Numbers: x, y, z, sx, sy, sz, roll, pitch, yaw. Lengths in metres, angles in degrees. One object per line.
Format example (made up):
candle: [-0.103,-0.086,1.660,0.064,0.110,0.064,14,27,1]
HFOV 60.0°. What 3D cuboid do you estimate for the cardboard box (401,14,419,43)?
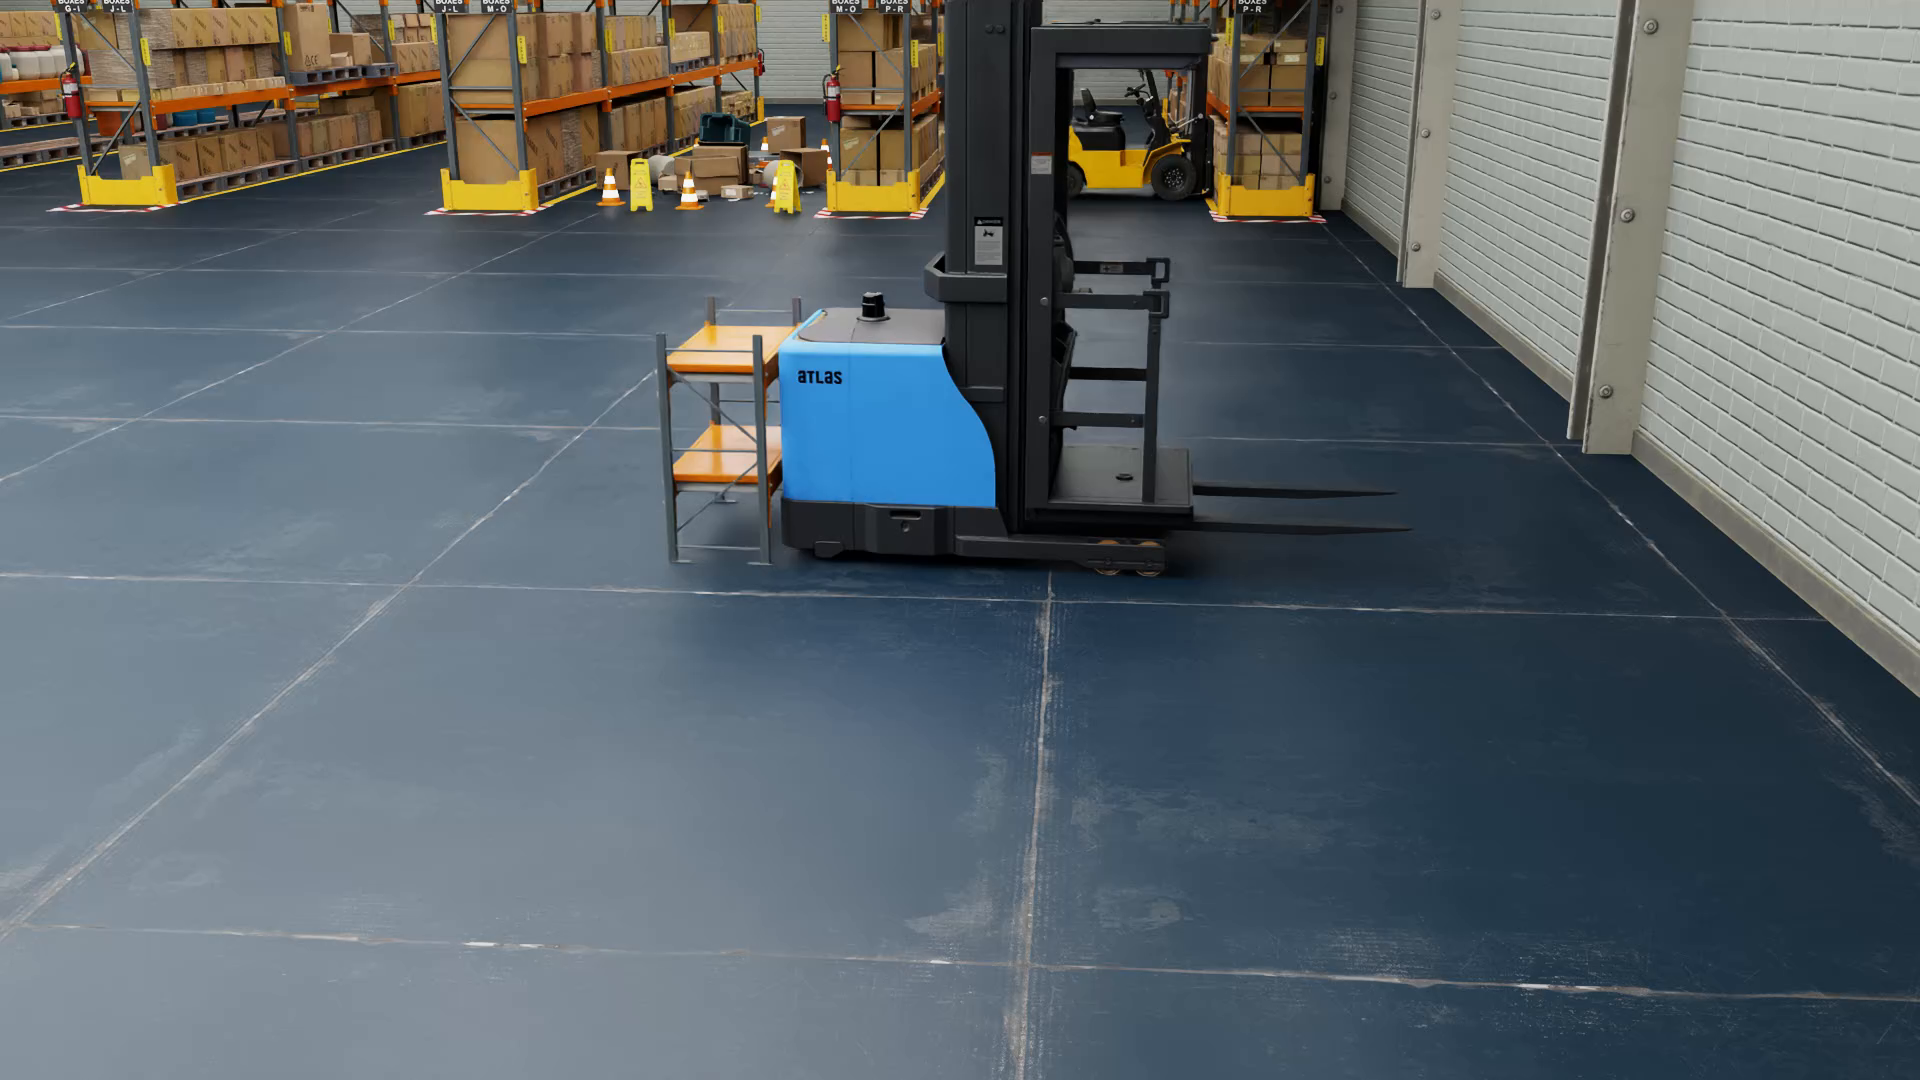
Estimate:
cardboard box: [-10.305,-9.304,30.230,0.797,0.503,0.637,2,18,5]

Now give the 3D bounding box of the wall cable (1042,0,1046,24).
wall cable: [1.831,-12.821,41.102,0.588,1.984,0.122,1,18,4]

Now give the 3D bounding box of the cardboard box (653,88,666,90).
cardboard box: [-5.590,-8.272,30.986,0.500,0.250,0.500,2,18,6]

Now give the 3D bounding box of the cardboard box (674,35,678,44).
cardboard box: [-5.218,-8.871,29.451,0.380,0.149,0.250,1,18,4]

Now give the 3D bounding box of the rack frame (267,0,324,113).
rack frame: [-14.790,-10.946,37.012,1.000,3.000,0.127,1,18,4]

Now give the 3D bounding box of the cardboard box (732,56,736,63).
cardboard box: [-4.804,-9.823,33.987,0.380,0.149,0.250,2,18,6]

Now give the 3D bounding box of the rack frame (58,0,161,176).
rack frame: [-10.997,-5.866,21.509,1.000,3.000,0.127,1,18,4]

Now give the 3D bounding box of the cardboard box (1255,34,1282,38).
cardboard box: [4.339,-7.010,23.318,0.380,0.149,0.250,1,18,3]

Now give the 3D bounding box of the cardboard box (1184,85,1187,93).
cardboard box: [4.437,-8.537,31.479,0.380,0.149,0.250,0,18,1]

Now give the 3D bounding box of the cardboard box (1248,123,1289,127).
cardboard box: [4.185,-5.518,22.582,0.500,0.250,0.500,1,18,3]

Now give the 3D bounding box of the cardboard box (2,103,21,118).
cardboard box: [-19.771,-8.873,34.295,0.500,0.311,0.500,1,18,4]

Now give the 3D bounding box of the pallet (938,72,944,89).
pallet: [-0.626,-7.031,25.370,1.003,0.211,1.213,1,18,4]

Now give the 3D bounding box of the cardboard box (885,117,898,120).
cardboard box: [-1.164,-5.793,23.822,0.500,0.500,0.500,2,18,6]

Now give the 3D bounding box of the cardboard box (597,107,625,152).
cardboard box: [-5.815,-6.292,25.746,1.050,0.750,0.750,1,18,4]

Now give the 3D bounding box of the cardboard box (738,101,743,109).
cardboard box: [-4.760,-9.108,34.827,0.380,0.149,0.250,2,18,7]

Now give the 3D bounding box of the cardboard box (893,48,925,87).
cardboard box: [-0.732,-6.294,22.177,0.500,0.500,0.500,1,18,3]

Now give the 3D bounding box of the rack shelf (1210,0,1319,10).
rack shelf: [3.982,-7.240,22.040,1.077,0.370,4.000,1,18,4]

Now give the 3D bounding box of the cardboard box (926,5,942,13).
cardboard box: [-0.547,-10.306,32.250,0.380,0.149,0.250,1,18,3]

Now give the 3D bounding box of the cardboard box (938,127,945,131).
cardboard box: [-0.694,-6.441,26.807,0.950,0.372,0.625,2,18,6]

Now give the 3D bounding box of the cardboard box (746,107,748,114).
cardboard box: [-4.762,-9.208,35.611,0.380,0.149,0.250,1,18,4]

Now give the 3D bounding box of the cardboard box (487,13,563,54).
cardboard box: [-5.960,-6.934,22.794,0.875,0.550,0.500,1,18,4]

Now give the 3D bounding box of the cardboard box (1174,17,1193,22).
cardboard box: [4.578,-10.331,33.692,0.500,0.500,0.500,2,18,5]

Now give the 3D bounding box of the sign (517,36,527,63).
sign: [-5.504,-6.159,20.885,0.100,0.325,0.005,1,18,4]

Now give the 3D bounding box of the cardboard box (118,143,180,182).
cardboard box: [-10.935,-5.072,22.424,0.500,0.500,0.500,5,19,14]

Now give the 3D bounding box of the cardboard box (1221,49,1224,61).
cardboard box: [3.652,-6.404,21.948,0.380,0.149,0.250,1,18,4]

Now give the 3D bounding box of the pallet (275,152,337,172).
pallet: [-10.656,-6.025,26.473,1.003,0.211,1.213,1,18,4]

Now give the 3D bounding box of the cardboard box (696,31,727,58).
cardboard box: [-4.910,-9.788,32.840,0.500,0.500,0.500,1,18,3]

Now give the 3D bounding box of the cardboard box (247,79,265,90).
cardboard box: [-10.444,-6.682,24.402,0.380,0.149,0.250,1,18,4]

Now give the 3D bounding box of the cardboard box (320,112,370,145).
cardboard box: [-10.478,-6.991,28.250,0.700,0.500,0.500,0,18,-1]

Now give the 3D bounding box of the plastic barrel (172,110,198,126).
plastic barrel: [-15.183,-8.518,32.296,0.600,0.901,0.708,1,18,4]

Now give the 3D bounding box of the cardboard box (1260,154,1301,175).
cardboard box: [4.080,-4.807,21.216,0.500,0.250,0.500,2,18,5]

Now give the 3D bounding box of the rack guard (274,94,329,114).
rack guard: [-14.801,-9.766,37.425,1.175,0.500,0.348,1,18,4]

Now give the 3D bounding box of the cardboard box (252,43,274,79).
cardboard box: [-10.804,-7.159,24.816,0.875,0.500,0.500,1,18,4]

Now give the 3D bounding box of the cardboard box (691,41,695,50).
cardboard box: [-5.119,-9.135,30.737,0.380,0.149,0.250,1,18,4]

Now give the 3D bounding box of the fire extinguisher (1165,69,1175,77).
fire extinguisher: [4.535,-10.347,35.906,0.296,0.674,0.183,1,18,4]

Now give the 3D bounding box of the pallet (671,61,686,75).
pallet: [-5.538,-8.342,29.371,1.213,0.211,1.003,1,18,4]

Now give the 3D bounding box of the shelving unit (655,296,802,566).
shelving unit: [-1.124,-0.580,8.384,0.538,1.125,1.048,1,18,5]

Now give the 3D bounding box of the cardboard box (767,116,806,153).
cardboard box: [-2.603,-6.090,24.990,0.500,0.500,0.500,1,18,4]

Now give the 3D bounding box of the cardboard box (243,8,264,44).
cardboard box: [-10.502,-7.472,24.164,0.500,0.500,0.500,1,18,4]

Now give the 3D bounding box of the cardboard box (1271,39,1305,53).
cardboard box: [4.076,-6.132,20.640,0.380,0.149,0.250,1,18,3]

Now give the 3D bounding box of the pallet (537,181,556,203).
pallet: [-6.077,-4.649,22.273,1.003,0.211,1.213,1,18,4]

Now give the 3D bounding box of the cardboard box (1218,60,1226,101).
cardboard box: [3.695,-6.062,21.945,0.500,0.500,0.500,1,18,3]

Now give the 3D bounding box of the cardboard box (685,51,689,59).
cardboard box: [-5.157,-8.835,30.299,0.380,0.149,0.250,2,18,5]

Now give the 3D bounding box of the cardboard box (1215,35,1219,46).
cardboard box: [3.748,-6.942,23.113,0.380,0.149,0.250,2,18,5]

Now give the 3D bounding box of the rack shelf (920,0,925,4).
rack shelf: [-0.395,-9.835,29.958,1.077,0.370,4.000,1,18,4]

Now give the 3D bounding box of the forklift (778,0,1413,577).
forklift: [0.681,-1.393,7.968,3.031,2.935,1.130,2,18,7]

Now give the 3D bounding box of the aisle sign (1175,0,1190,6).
aisle sign: [4.698,-11.768,35.345,0.394,0.787,0.004,1,18,4]

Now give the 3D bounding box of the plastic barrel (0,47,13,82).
plastic barrel: [-15.363,-7.576,26.509,0.433,0.535,0.433,0,18,0]

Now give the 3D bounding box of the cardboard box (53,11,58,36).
cardboard box: [-19.556,-11.118,35.771,0.500,0.500,0.500,2,18,5]

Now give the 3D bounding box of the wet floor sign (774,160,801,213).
wet floor sign: [-2.193,-4.491,21.094,0.267,0.644,0.232,8,20,23]

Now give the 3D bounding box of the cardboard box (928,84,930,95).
cardboard box: [-0.614,-6.346,23.376,0.380,0.149,0.250,1,18,3]

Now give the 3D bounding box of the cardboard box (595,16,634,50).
cardboard box: [-5.631,-8.117,26.612,0.700,0.500,0.500,1,18,3]

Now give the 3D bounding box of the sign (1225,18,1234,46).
sign: [3.299,-6.215,20.332,0.100,0.325,0.005,1,18,4]

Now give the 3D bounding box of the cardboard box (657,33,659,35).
cardboard box: [-5.775,-9.301,30.763,0.380,0.149,0.250,2,18,6]

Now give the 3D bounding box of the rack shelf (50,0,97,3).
rack shelf: [-19.874,-11.520,35.102,1.077,0.370,4.000,1,18,4]
